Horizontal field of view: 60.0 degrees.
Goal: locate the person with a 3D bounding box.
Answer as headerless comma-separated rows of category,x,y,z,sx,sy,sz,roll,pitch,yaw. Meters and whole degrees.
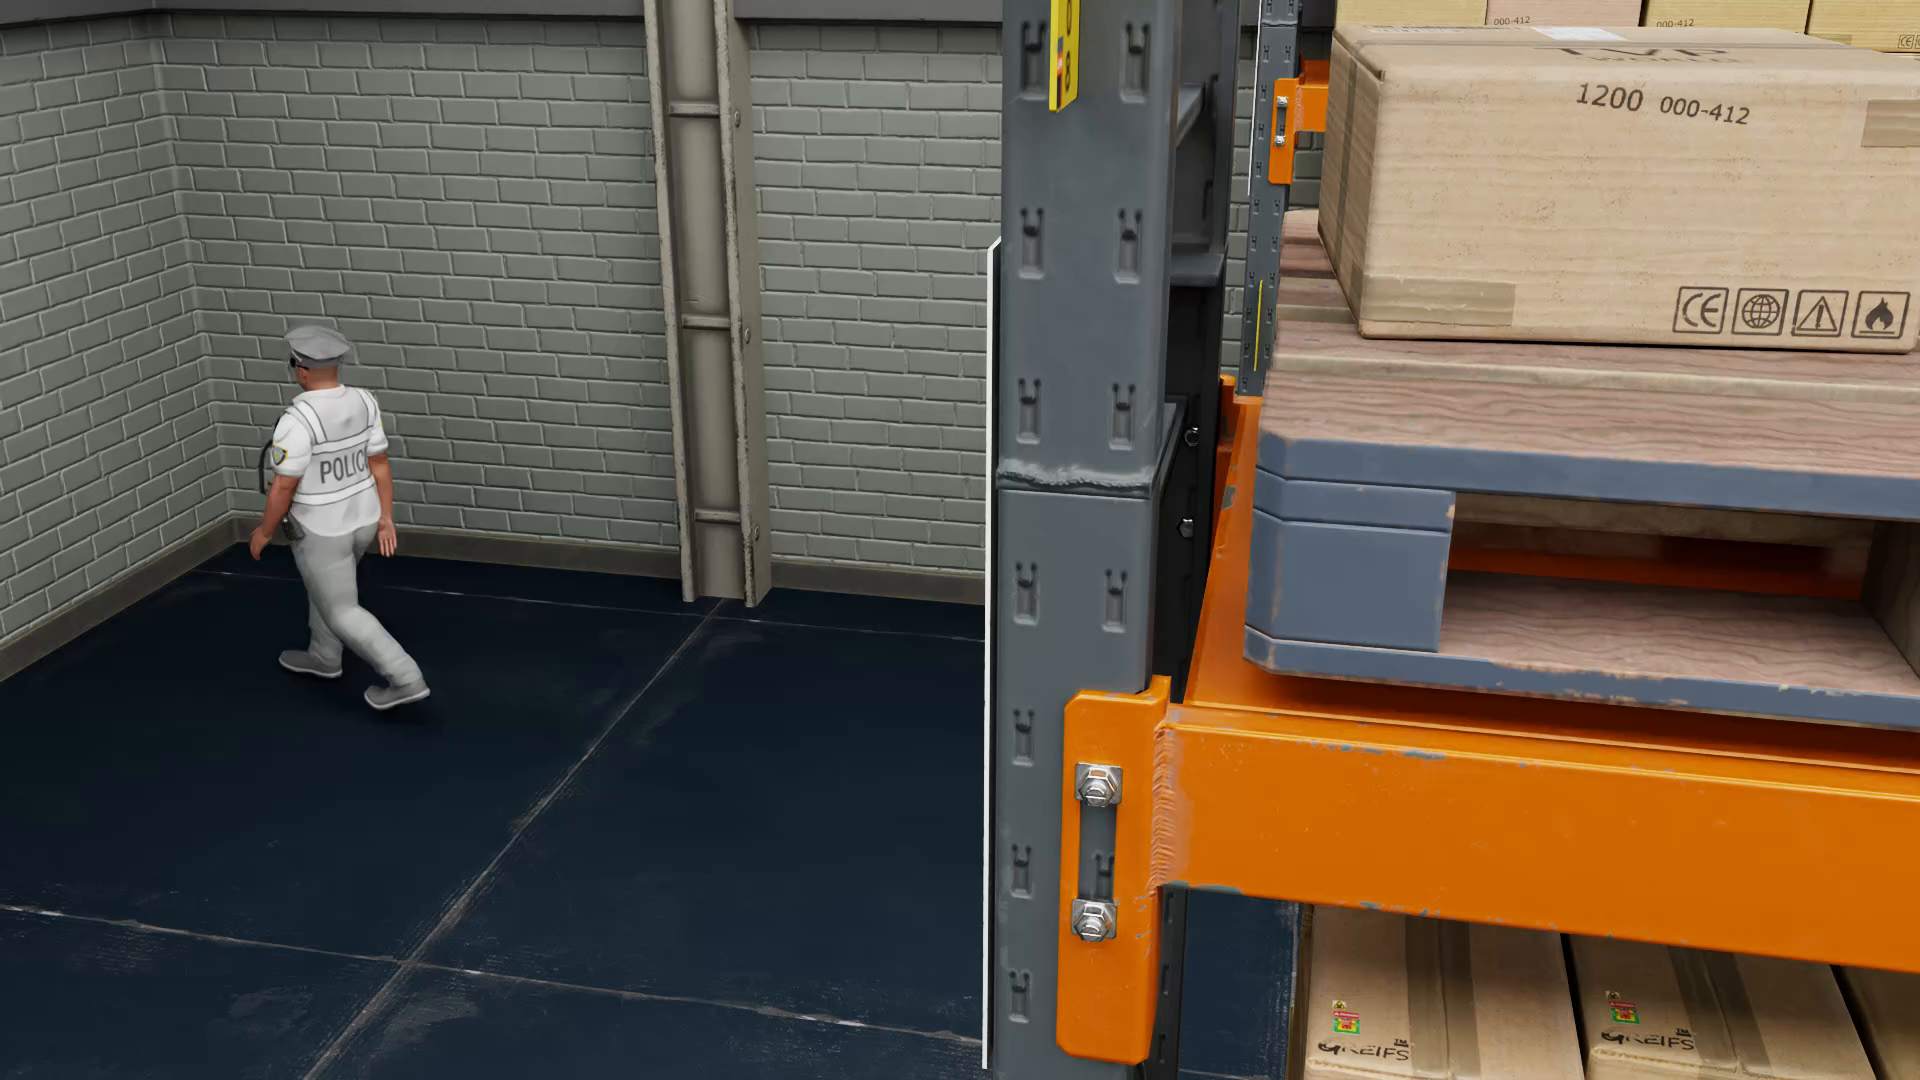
person,-2.783,-0.094,7.285,1.002,1.725,0.542,8,23,20
